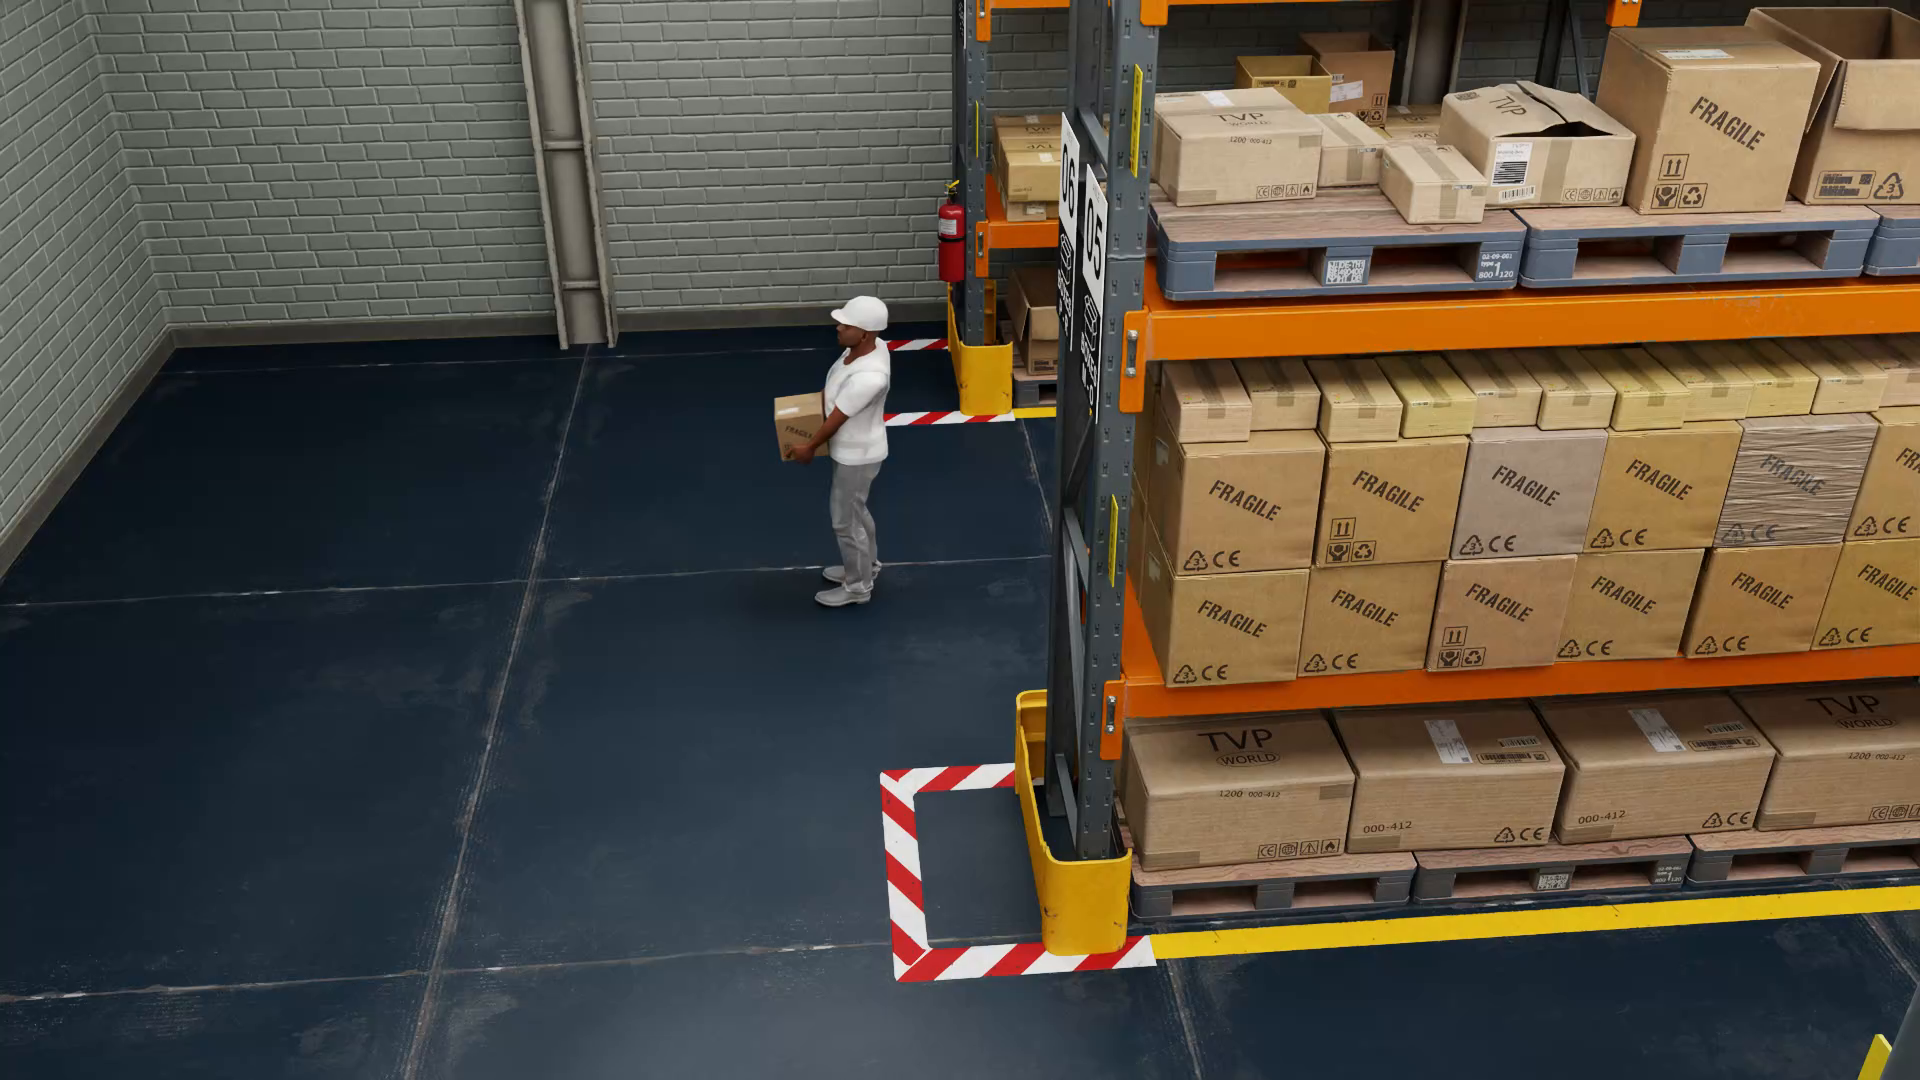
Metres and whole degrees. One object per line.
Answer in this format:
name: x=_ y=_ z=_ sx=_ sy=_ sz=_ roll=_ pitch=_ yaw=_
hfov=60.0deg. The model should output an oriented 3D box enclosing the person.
person: x=-0.642 y=-0.464 z=8.794 sx=0.577 sy=1.761 sz=0.502 roll=-3 pitch=31 yaw=-4
